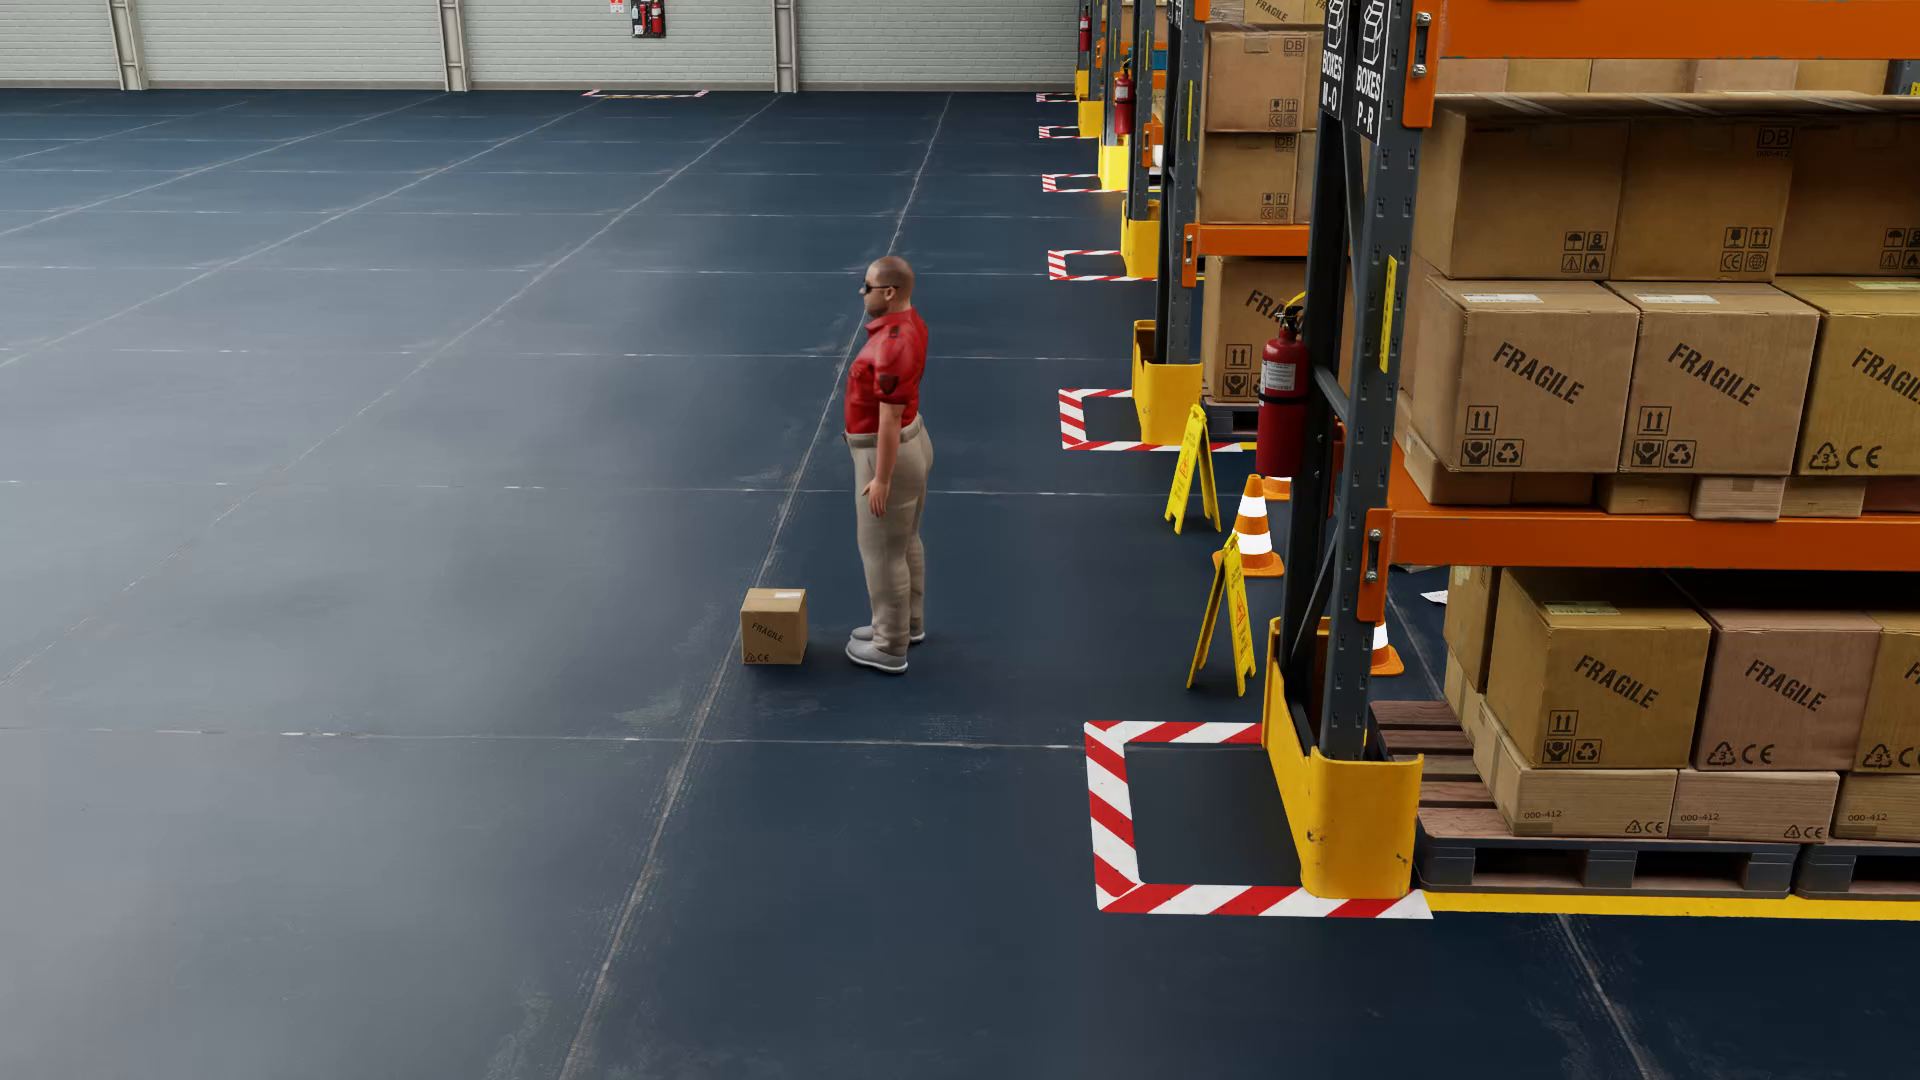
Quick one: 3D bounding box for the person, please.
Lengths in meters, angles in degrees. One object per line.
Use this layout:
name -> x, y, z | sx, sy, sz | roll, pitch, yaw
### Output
person -> -0.314, -0.320, 6.927 | 0.376, 1.734, 0.547 | 3, 21, 8
